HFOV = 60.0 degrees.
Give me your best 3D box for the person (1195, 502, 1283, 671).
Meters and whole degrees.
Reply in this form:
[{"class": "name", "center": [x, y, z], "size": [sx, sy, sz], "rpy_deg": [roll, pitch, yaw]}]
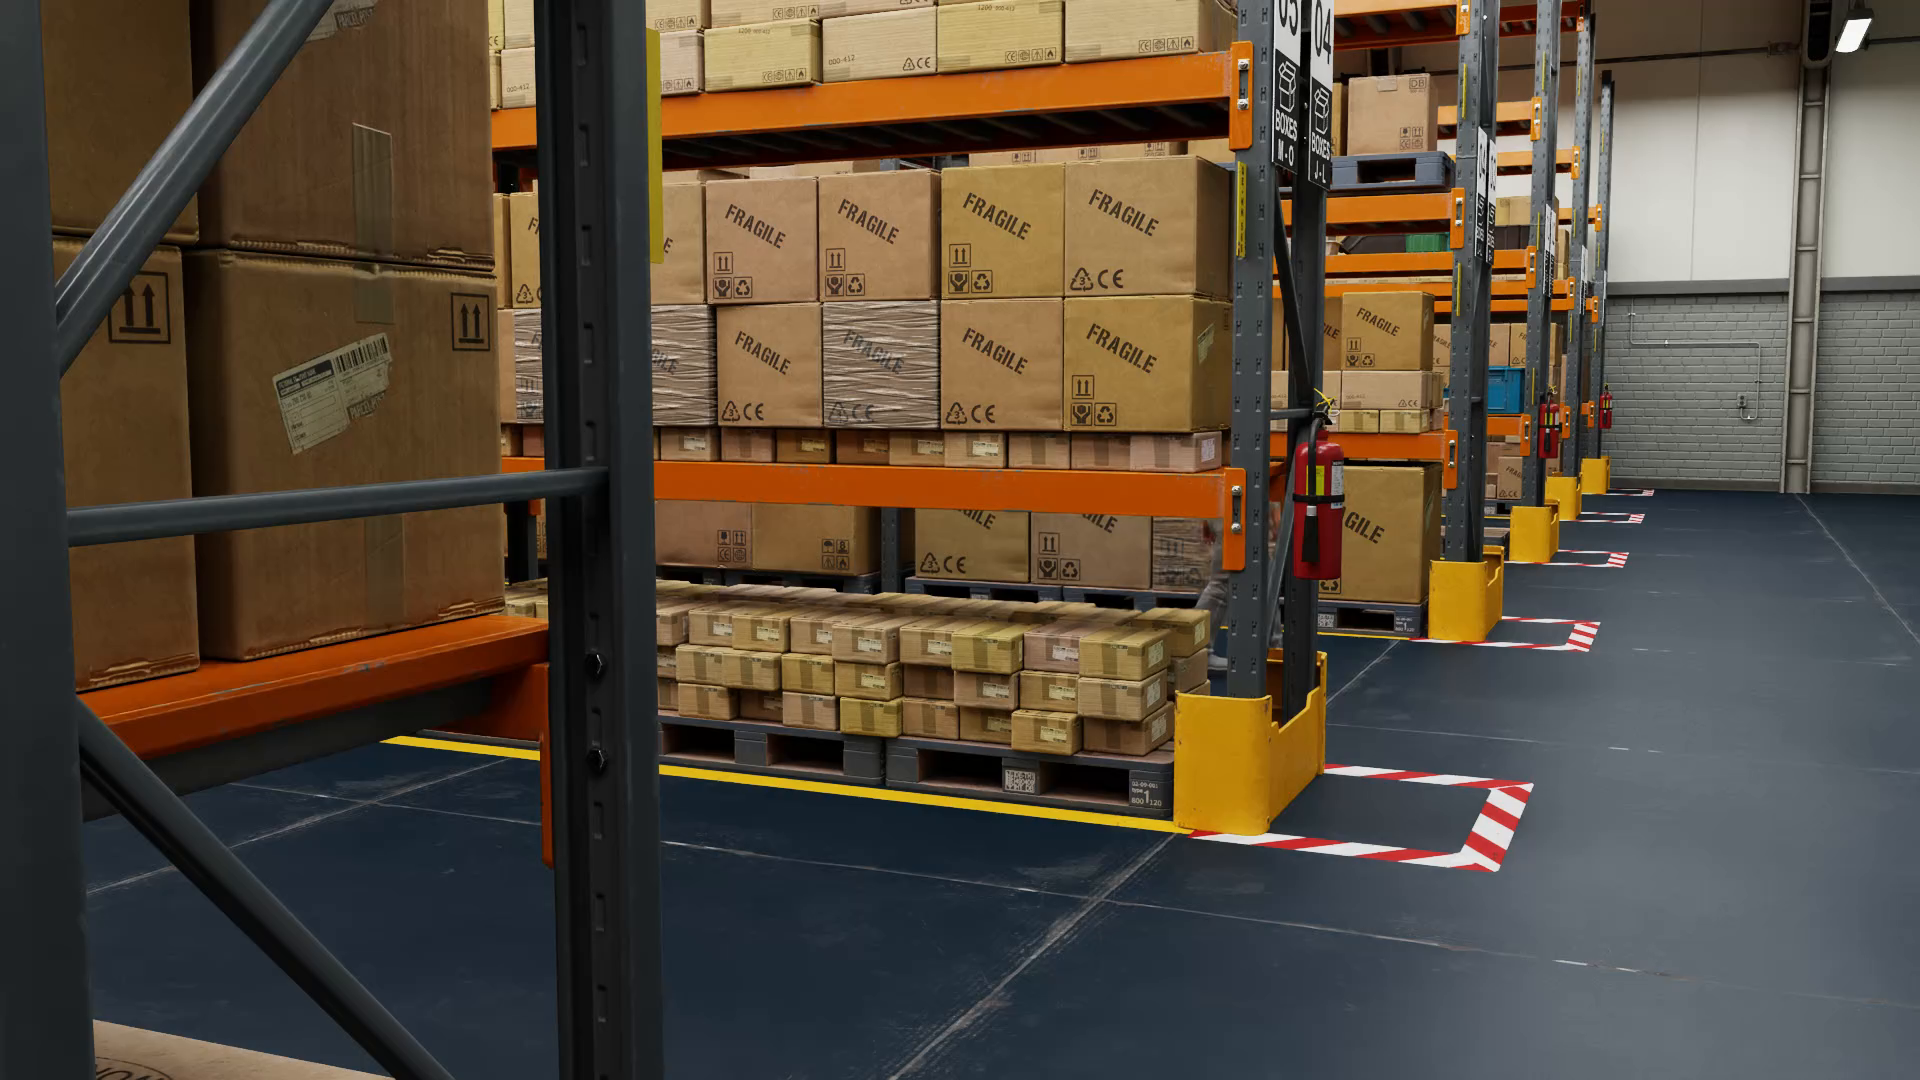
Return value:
[{"class": "person", "center": [1.608, -0.120, 9.205], "size": [0.790, 1.797, 0.570], "rpy_deg": [-1, 6, -6]}]
